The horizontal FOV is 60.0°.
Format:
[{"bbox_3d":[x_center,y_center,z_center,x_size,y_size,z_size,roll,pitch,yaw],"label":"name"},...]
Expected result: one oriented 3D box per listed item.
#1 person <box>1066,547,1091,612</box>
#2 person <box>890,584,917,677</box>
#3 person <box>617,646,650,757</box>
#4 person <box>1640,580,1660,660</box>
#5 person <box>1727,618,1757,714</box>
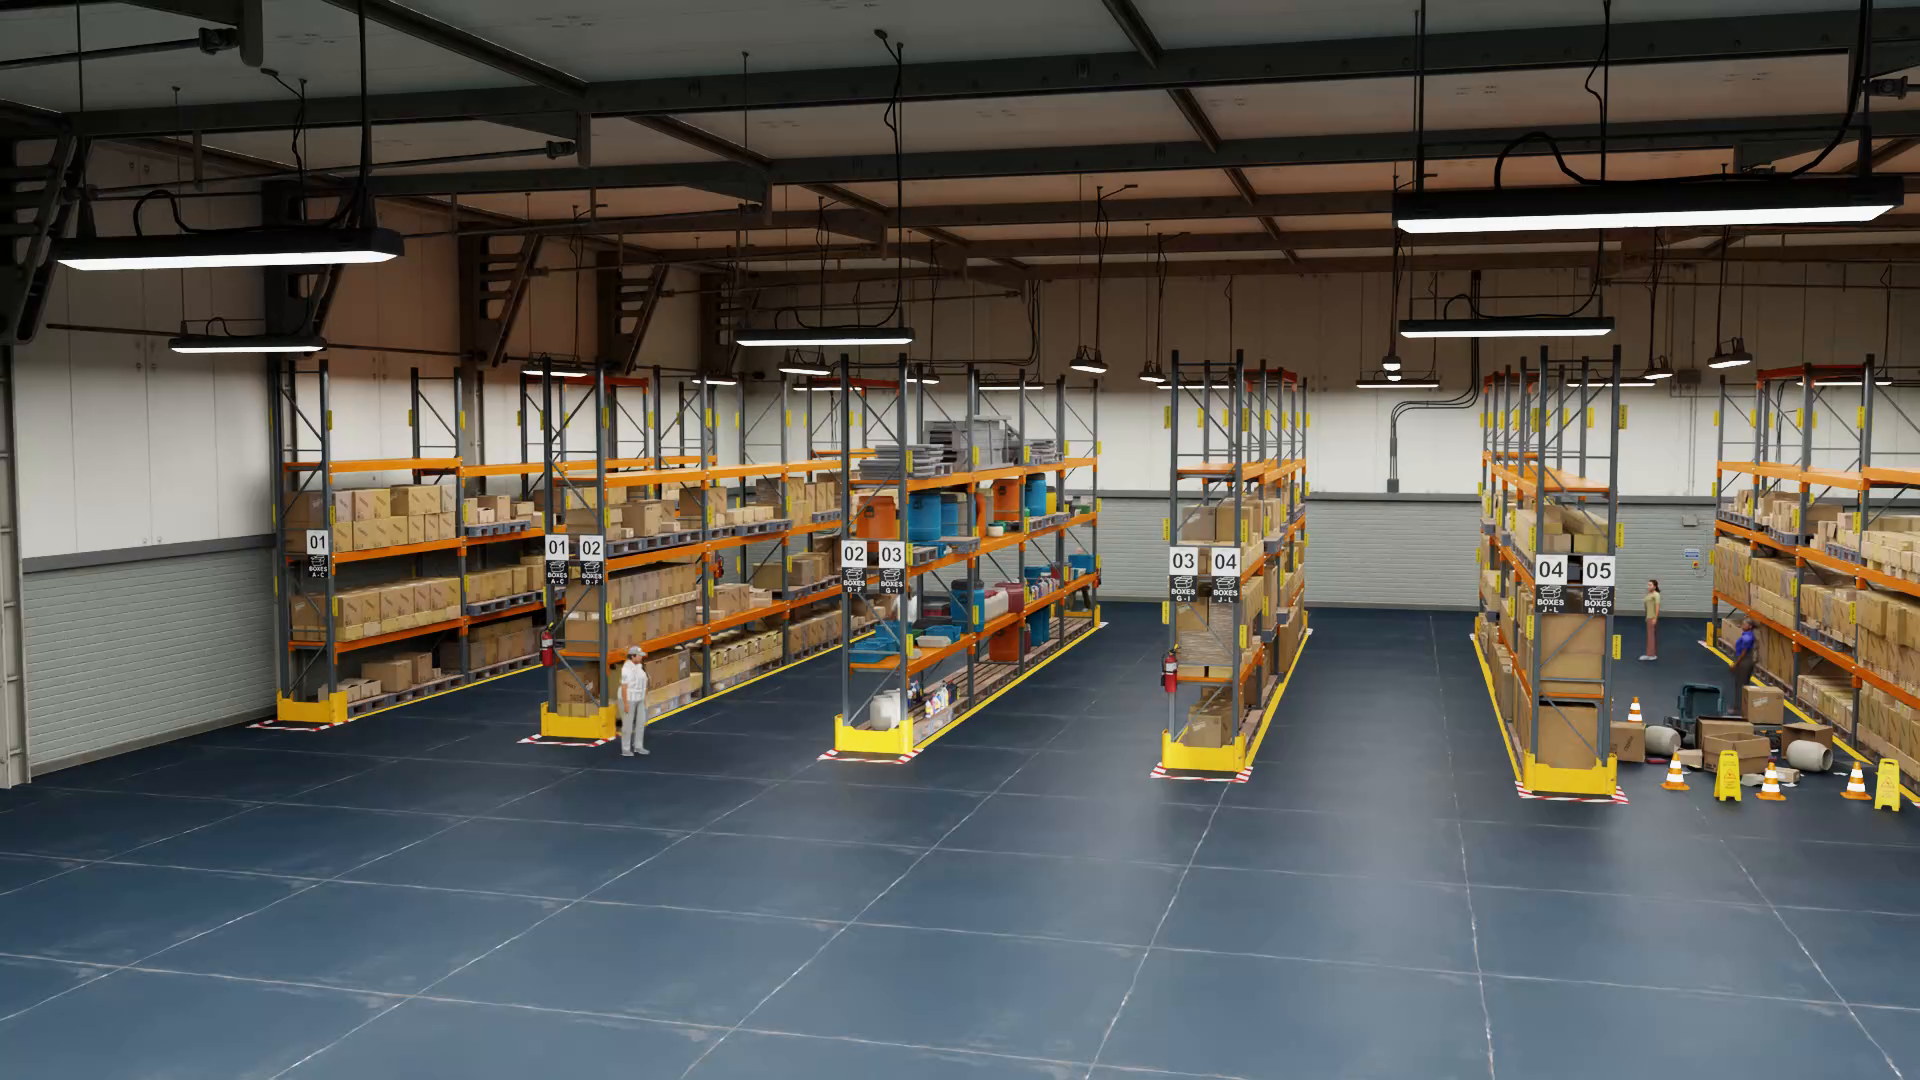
[{"bbox_3d":[3.062,1.048,42.799,0.669,1.730,1.106,2,5,26],"label":"person"},{"bbox_3d":[-1.057,1.762,32.867,0.710,1.803,0.871,1,4,16],"label":"person"},{"bbox_3d":[-4.879,2.398,24.828,0.468,1.664,0.512,2,4,23],"label":"person"},{"bbox_3d":[14.485,1.668,34.894,0.376,1.672,0.516,2,4,22],"label":"person"},{"bbox_3d":[13.298,2.158,28.262,0.542,1.692,0.408,-4,5,-41],"label":"person"}]
